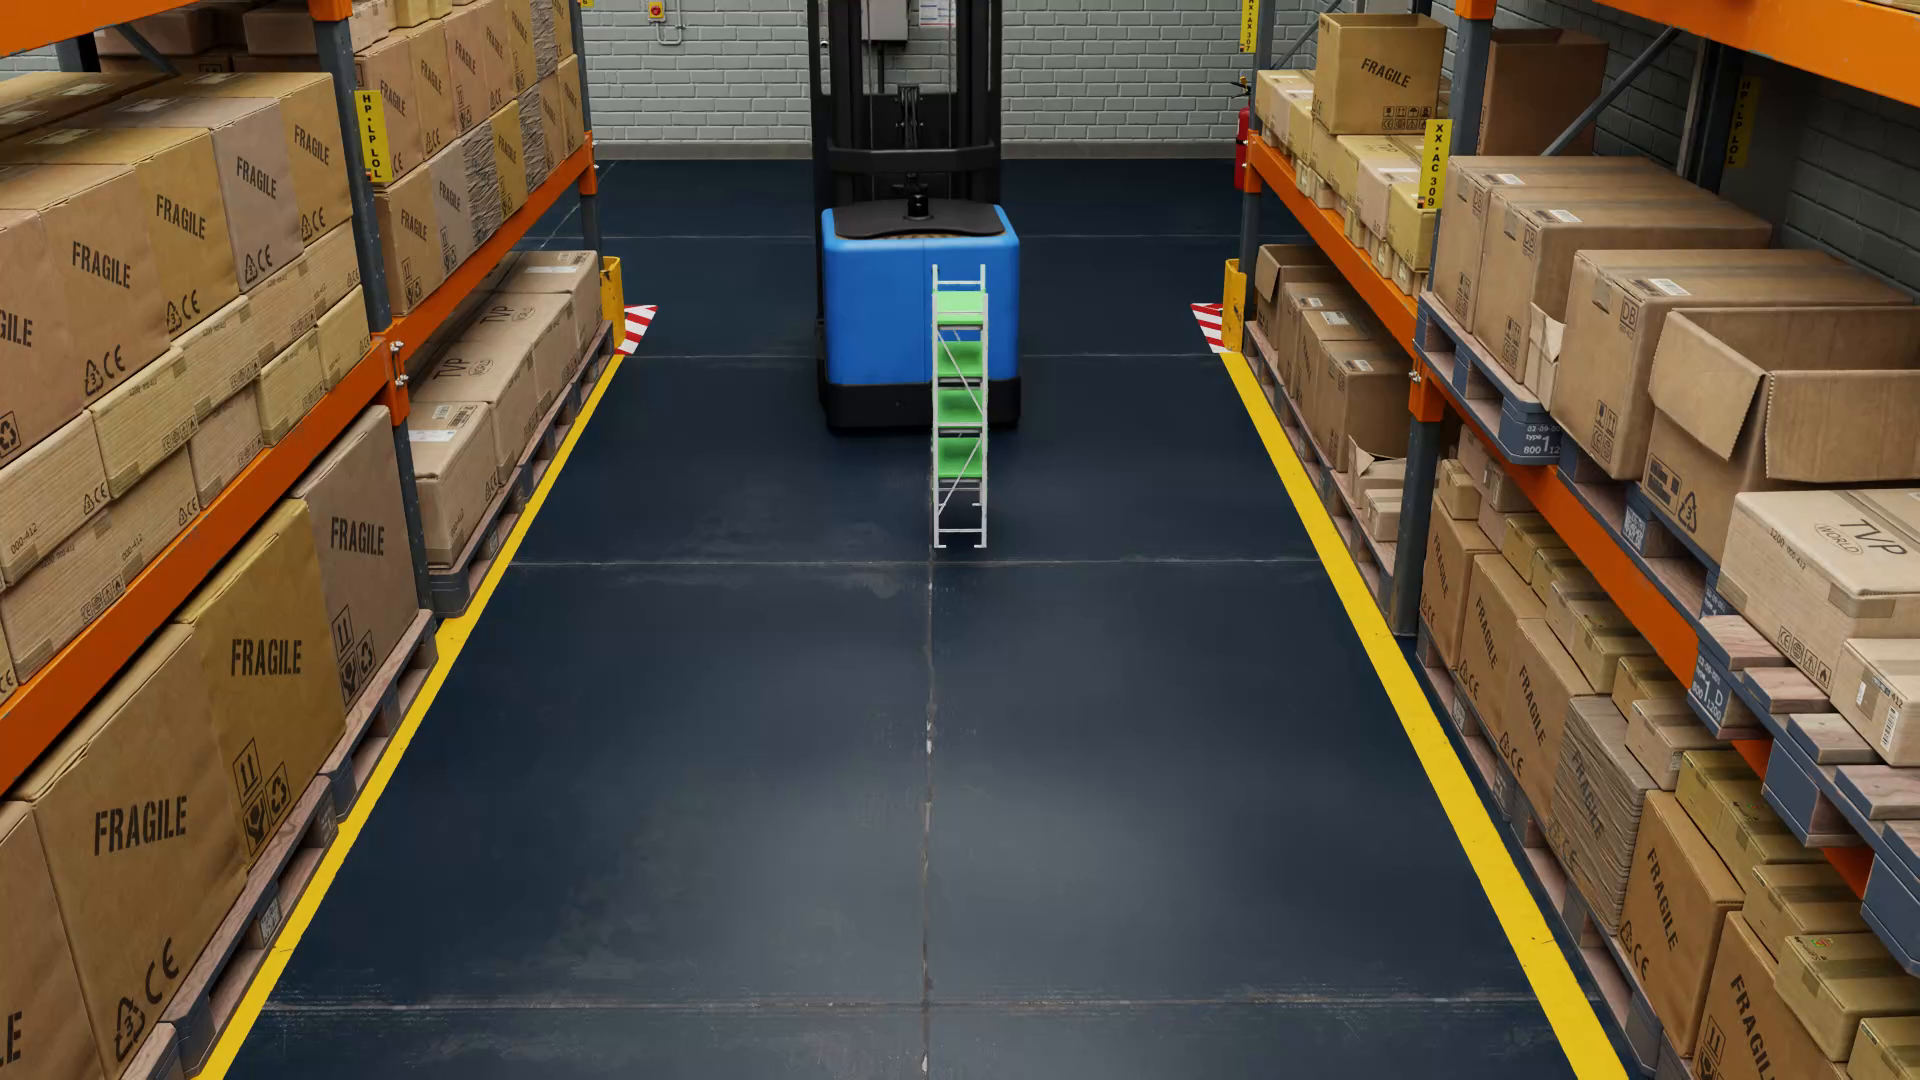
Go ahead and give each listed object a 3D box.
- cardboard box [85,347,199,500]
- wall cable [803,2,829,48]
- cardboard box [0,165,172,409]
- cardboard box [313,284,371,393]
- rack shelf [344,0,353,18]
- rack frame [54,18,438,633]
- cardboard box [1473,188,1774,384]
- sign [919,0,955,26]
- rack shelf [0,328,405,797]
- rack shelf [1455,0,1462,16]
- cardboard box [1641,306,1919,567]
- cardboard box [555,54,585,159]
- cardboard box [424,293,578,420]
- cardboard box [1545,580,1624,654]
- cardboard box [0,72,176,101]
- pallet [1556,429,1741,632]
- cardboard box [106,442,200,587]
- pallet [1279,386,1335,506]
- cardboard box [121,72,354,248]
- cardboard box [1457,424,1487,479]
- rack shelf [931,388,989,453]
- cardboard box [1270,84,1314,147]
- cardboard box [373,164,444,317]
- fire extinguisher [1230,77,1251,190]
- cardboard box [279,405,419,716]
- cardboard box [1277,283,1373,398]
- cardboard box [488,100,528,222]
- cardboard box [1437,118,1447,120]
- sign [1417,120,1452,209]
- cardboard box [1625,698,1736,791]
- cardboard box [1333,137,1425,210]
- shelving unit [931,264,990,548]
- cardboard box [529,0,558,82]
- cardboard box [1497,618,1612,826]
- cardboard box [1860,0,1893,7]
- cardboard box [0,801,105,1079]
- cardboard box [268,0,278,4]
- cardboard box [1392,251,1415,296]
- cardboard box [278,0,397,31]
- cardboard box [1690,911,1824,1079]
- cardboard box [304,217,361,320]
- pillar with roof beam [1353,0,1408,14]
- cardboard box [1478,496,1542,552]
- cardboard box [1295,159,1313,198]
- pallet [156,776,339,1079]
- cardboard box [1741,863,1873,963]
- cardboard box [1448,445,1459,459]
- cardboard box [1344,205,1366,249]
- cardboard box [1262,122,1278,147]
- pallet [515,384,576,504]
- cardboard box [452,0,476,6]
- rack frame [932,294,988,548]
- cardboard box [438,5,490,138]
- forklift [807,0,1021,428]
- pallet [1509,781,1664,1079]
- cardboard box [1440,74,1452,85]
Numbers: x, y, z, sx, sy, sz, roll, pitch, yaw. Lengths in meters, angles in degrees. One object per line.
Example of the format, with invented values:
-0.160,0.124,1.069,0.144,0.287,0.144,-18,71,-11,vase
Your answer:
-2.380,-0.315,4.381,0.500,0.250,0.500,0,24,0,cardboard box
-1.385,-5.412,14.843,0.588,1.984,0.122,0,24,-1,wall cable
-2.399,-0.649,4.210,0.500,0.500,0.500,0,24,0,cardboard box
-2.418,-0.714,5.871,0.500,0.250,0.500,-1,24,-2,cardboard box
-2.696,-2.829,7.599,1.077,0.370,4.000,0,24,-1,rack shelf
-2.675,-0.966,6.246,1.000,3.000,0.127,0,24,-1,rack frame
2.076,-0.813,5.277,0.700,0.500,0.500,0,24,0,cardboard box
-0.209,-4.932,15.129,0.329,0.494,0.001,0,24,-1,sign
-2.653,0.186,4.573,1.077,0.370,4.000,0,24,-1,rack shelf
2.267,-2.853,7.652,1.077,0.370,4.000,0,24,-1,rack shelf
2.130,-0.252,4.032,0.797,0.503,0.637,-1,24,-2,cardboard box
-2.448,-2.463,9.433,0.500,0.500,0.500,0,24,0,cardboard box
-2.593,-0.990,8.898,0.875,0.438,0.875,0,24,1,cardboard box
2.103,0.246,5.302,0.380,0.149,0.250,0,24,-1,cardboard box
-2.957,-1.285,5.616,0.500,0.500,0.500,0,24,0,cardboard box
2.307,-0.056,4.466,1.003,0.211,1.213,0,24,-1,pallet
-2.417,-0.084,4.477,0.500,0.250,0.500,0,24,-1,cardboard box
2.266,-0.506,8.614,1.003,0.211,1.213,0,24,-1,pallet
-2.419,-1.284,5.615,0.500,0.500,0.500,1,24,1,cardboard box
2.087,-0.325,6.204,0.380,0.149,0.250,-1,24,-1,cardboard box
-0.002,-0.557,7.680,0.258,0.148,0.480,0,24,-1,rack shelf
1.986,-2.310,9.038,0.500,0.250,0.500,0,24,0,cardboard box
-2.418,-1.206,6.656,0.500,0.500,0.500,1,24,1,cardboard box
1.781,-2.492,10.166,0.296,0.674,0.183,0,24,-1,fire extinguisher
-2.588,0.066,6.034,0.875,0.875,0.875,0,24,1,cardboard box
2.127,-1.086,9.035,0.700,0.500,0.500,1,24,2,cardboard box
-2.424,-1.831,8.037,0.500,0.500,0.500,0,24,1,cardboard box
2.526,-1.885,8.099,0.500,0.250,0.500,0,24,-1,cardboard box
1.746,-1.379,6.108,0.100,0.325,0.005,0,24,-1,sign
2.087,0.561,4.606,0.380,0.149,0.250,-1,24,-3,cardboard box
2.027,-1.678,7.641,0.500,0.250,0.500,0,24,-1,cardboard box
-0.002,-0.615,7.654,0.258,1.200,0.503,0,24,-1,shelving unit
-2.440,-2.703,8.751,0.500,0.500,0.500,0,24,0,cardboard box
2.086,0.583,5.345,0.500,0.500,0.500,-1,24,-2,cardboard box
2.072,-1.264,3.447,0.500,0.250,0.500,0,24,-1,cardboard box
-2.555,1.174,3.584,0.875,0.875,0.875,0,24,-1,cardboard box
-2.883,-2.100,6.632,0.380,0.149,0.250,0,24,0,cardboard box
2.008,-1.113,6.876,0.380,0.149,0.250,0,24,1,cardboard box
-2.482,-2.105,6.642,0.380,0.149,0.250,-1,24,-1,cardboard box
2.118,1.226,3.923,0.500,0.500,0.500,-1,24,-1,cardboard box
-2.427,-0.945,5.775,0.500,0.250,0.500,0,24,-1,cardboard box
-1.188,-6.468,11.130,9.100,9.000,0.400,0,24,-1,pillar with roof beam
2.107,-0.075,6.013,0.380,0.149,0.250,-1,24,-2,cardboard box
1.939,-1.856,8.519,0.380,0.149,0.250,-1,24,-2,cardboard box
-2.575,1.126,5.005,1.003,0.211,1.213,0,24,-1,pallet
2.081,0.887,3.886,0.380,0.149,0.250,-1,24,-2,cardboard box
2.513,-0.334,7.799,0.380,0.149,0.250,-1,24,-1,cardboard box
1.975,-1.433,7.584,0.380,0.149,0.250,-1,24,-1,cardboard box
1.974,-2.387,9.693,0.380,0.149,0.250,0,24,-1,cardboard box
-2.621,-0.513,8.629,1.003,0.211,1.213,0,24,-1,pallet
-2.416,-2.522,7.564,0.380,0.149,0.250,0,24,0,cardboard box
0.001,-0.514,7.431,0.240,1.200,0.015,0,24,-1,rack frame
-2.431,-2.084,7.383,0.500,0.500,0.500,0,24,0,cardboard box
-0.333,-2.508,9.740,1.130,2.935,3.031,-2,24,-5,forklift
2.352,1.119,5.019,1.003,0.211,1.213,0,24,-1,pallet
2.515,-2.517,9.497,0.500,0.250,0.500,0,24,1,cardboard box
